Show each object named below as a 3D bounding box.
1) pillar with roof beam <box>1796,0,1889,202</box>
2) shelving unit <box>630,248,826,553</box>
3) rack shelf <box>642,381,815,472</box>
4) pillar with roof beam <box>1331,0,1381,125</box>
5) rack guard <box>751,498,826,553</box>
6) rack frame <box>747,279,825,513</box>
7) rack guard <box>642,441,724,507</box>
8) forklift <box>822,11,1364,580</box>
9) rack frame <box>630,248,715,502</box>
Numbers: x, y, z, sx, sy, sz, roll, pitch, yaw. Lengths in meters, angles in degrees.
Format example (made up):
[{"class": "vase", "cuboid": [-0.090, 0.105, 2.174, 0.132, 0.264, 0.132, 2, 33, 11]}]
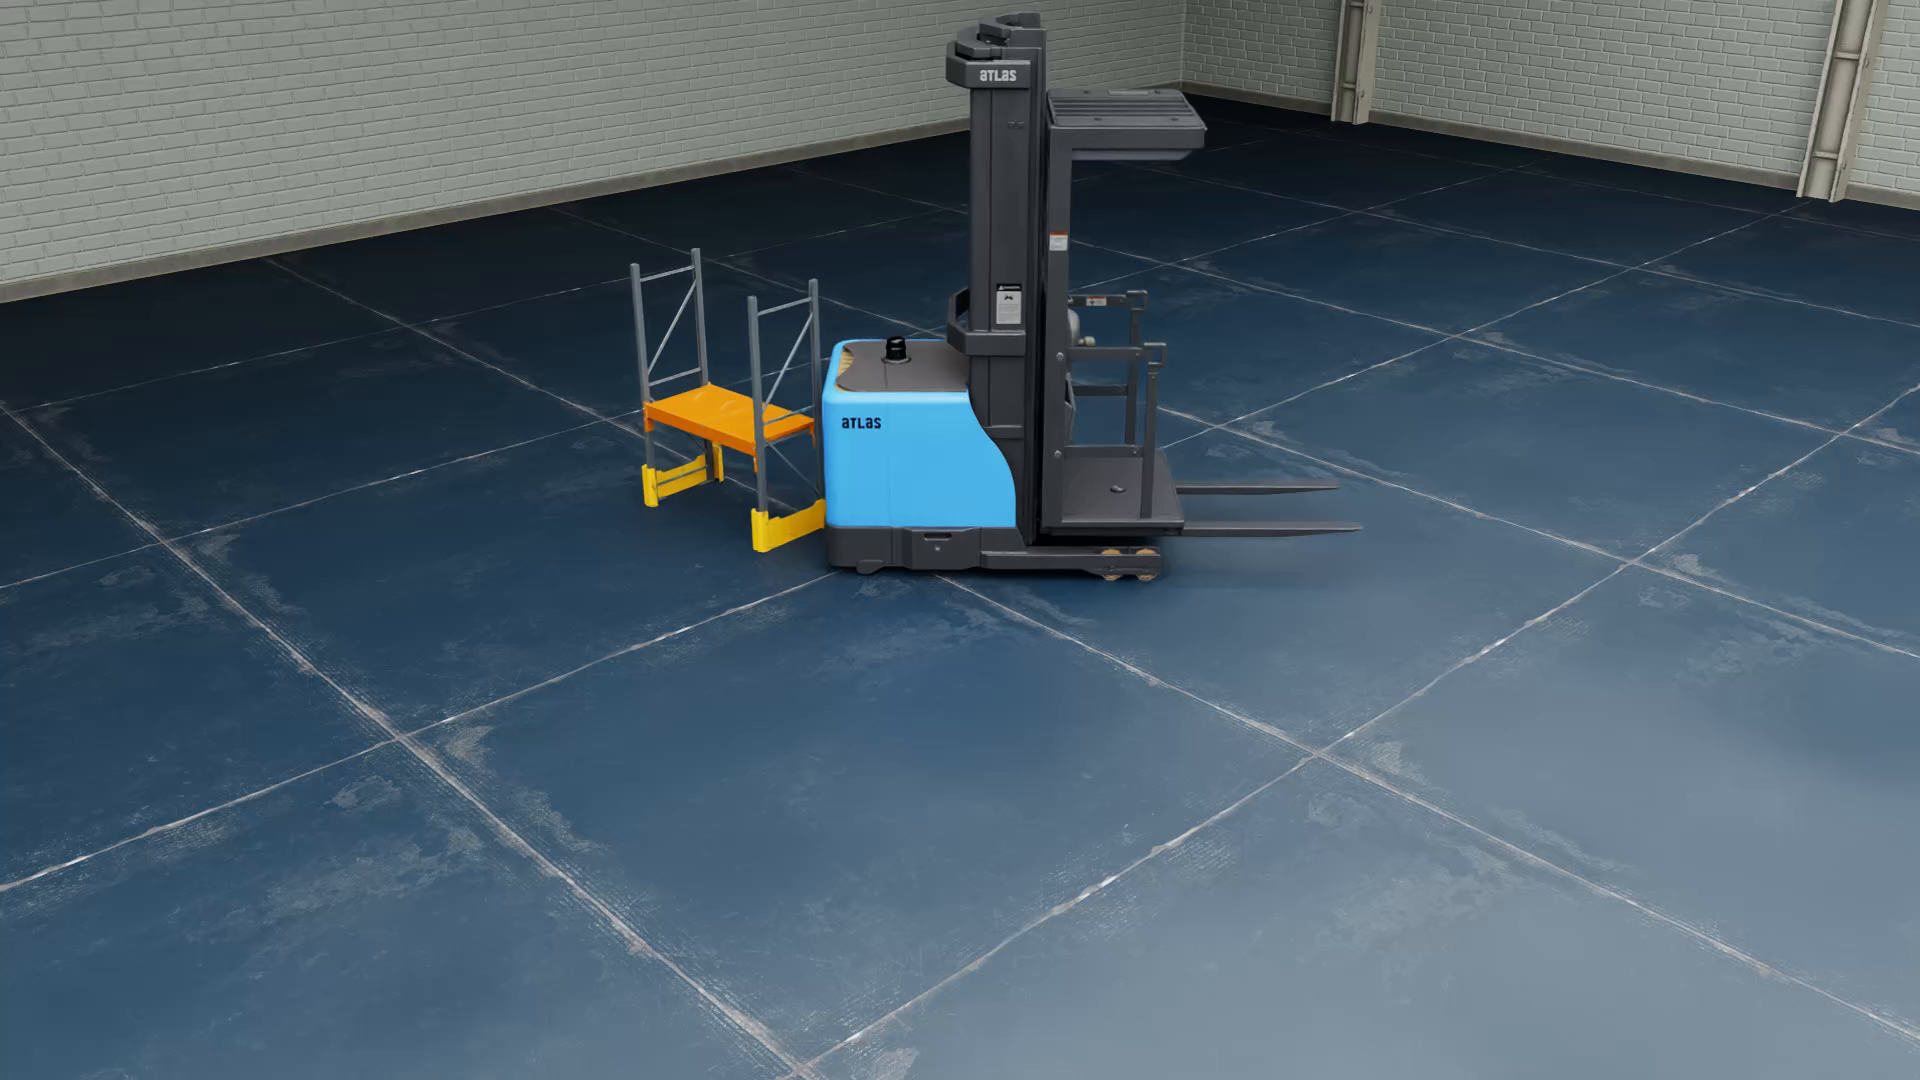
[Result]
[{"class": "pillar with roof beam", "cuboid": [6.063, -6.541, 13.247, 9.100, 9.000, 0.400, -21, 32, -38]}, {"class": "shelving unit", "cuboid": [-1.350, -0.845, 9.795, 1.083, 1.500, 0.587, 20, 31, 37]}, {"class": "rack shelf", "cuboid": [-1.357, -0.684, 9.875, 1.000, 0.185, 0.538, 20, 31, 37]}, {"class": "pillar with roof beam", "cuboid": [1.962, -8.359, 17.232, 9.100, 9.000, 0.400, -21, 32, -38]}, {"class": "rack guard", "cuboid": [-0.978, -0.139, 9.753, 0.087, 0.250, 0.587, 20, 31, 37]}, {"class": "rack frame", "cuboid": [-0.977, -0.707, 9.492, 0.032, 1.500, 0.500, 20, 31, 37]}, {"class": "rack guard", "cuboid": [-1.721, -0.414, 10.356, 0.087, 0.250, 0.587, 20, 31, 37]}, {"class": "forklift", "cuboid": [0.758, -1.335, 9.144, 3.031, 2.935, 1.130, 0, 25, 0]}, {"class": "rack frame", "cuboid": [-1.736, -0.988, 10.108, 0.032, 1.500, 0.500, 20, 31, 37]}]
